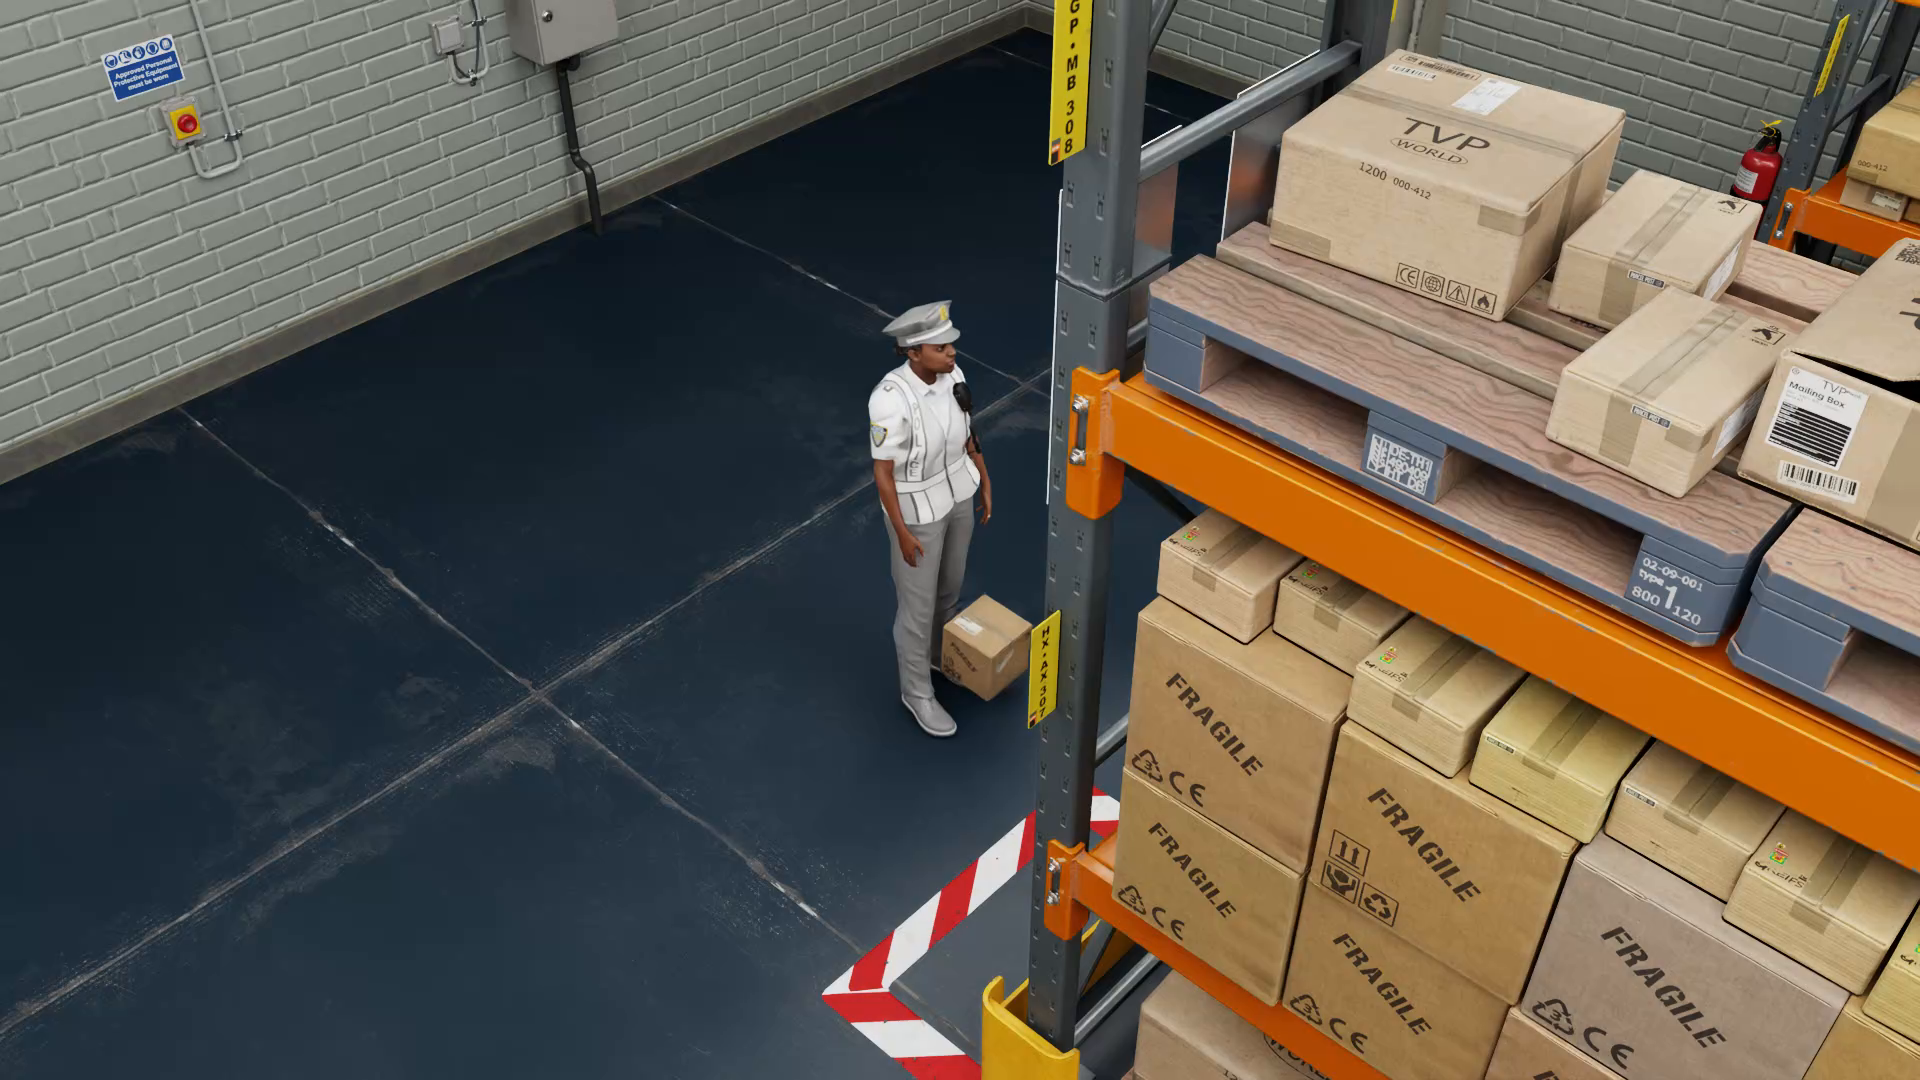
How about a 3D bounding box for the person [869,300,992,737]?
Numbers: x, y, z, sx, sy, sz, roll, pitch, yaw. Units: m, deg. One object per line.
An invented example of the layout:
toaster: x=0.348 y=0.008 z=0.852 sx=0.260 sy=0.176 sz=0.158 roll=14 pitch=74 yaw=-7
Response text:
person: x=-0.072 y=-0.100 z=6.235 sx=0.530 sy=1.697 sz=0.558 roll=30 pitch=48 yaw=31
